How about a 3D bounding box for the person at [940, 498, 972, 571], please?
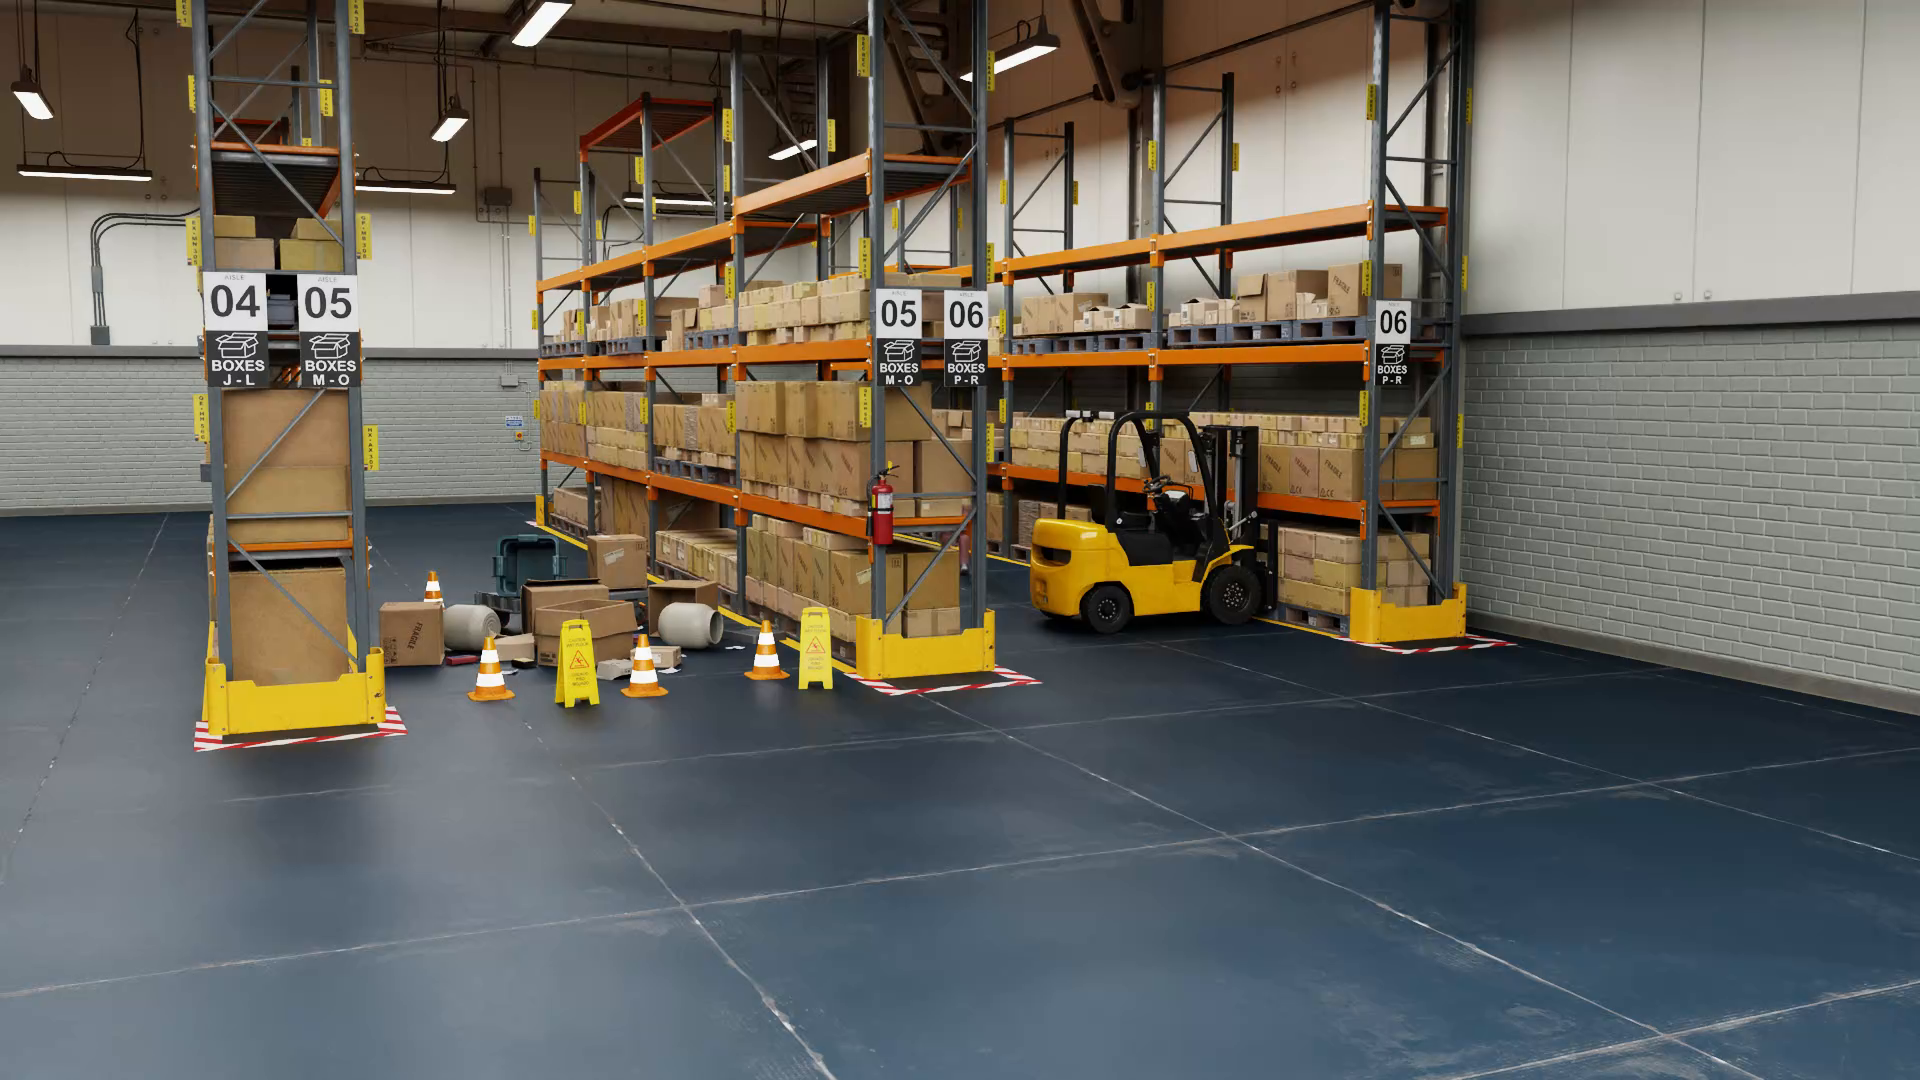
[{"bbox_3d":[-0.056,-0.417,21.392,0.455,1.583,0.997,-1,6,-11],"label":"person"}]
